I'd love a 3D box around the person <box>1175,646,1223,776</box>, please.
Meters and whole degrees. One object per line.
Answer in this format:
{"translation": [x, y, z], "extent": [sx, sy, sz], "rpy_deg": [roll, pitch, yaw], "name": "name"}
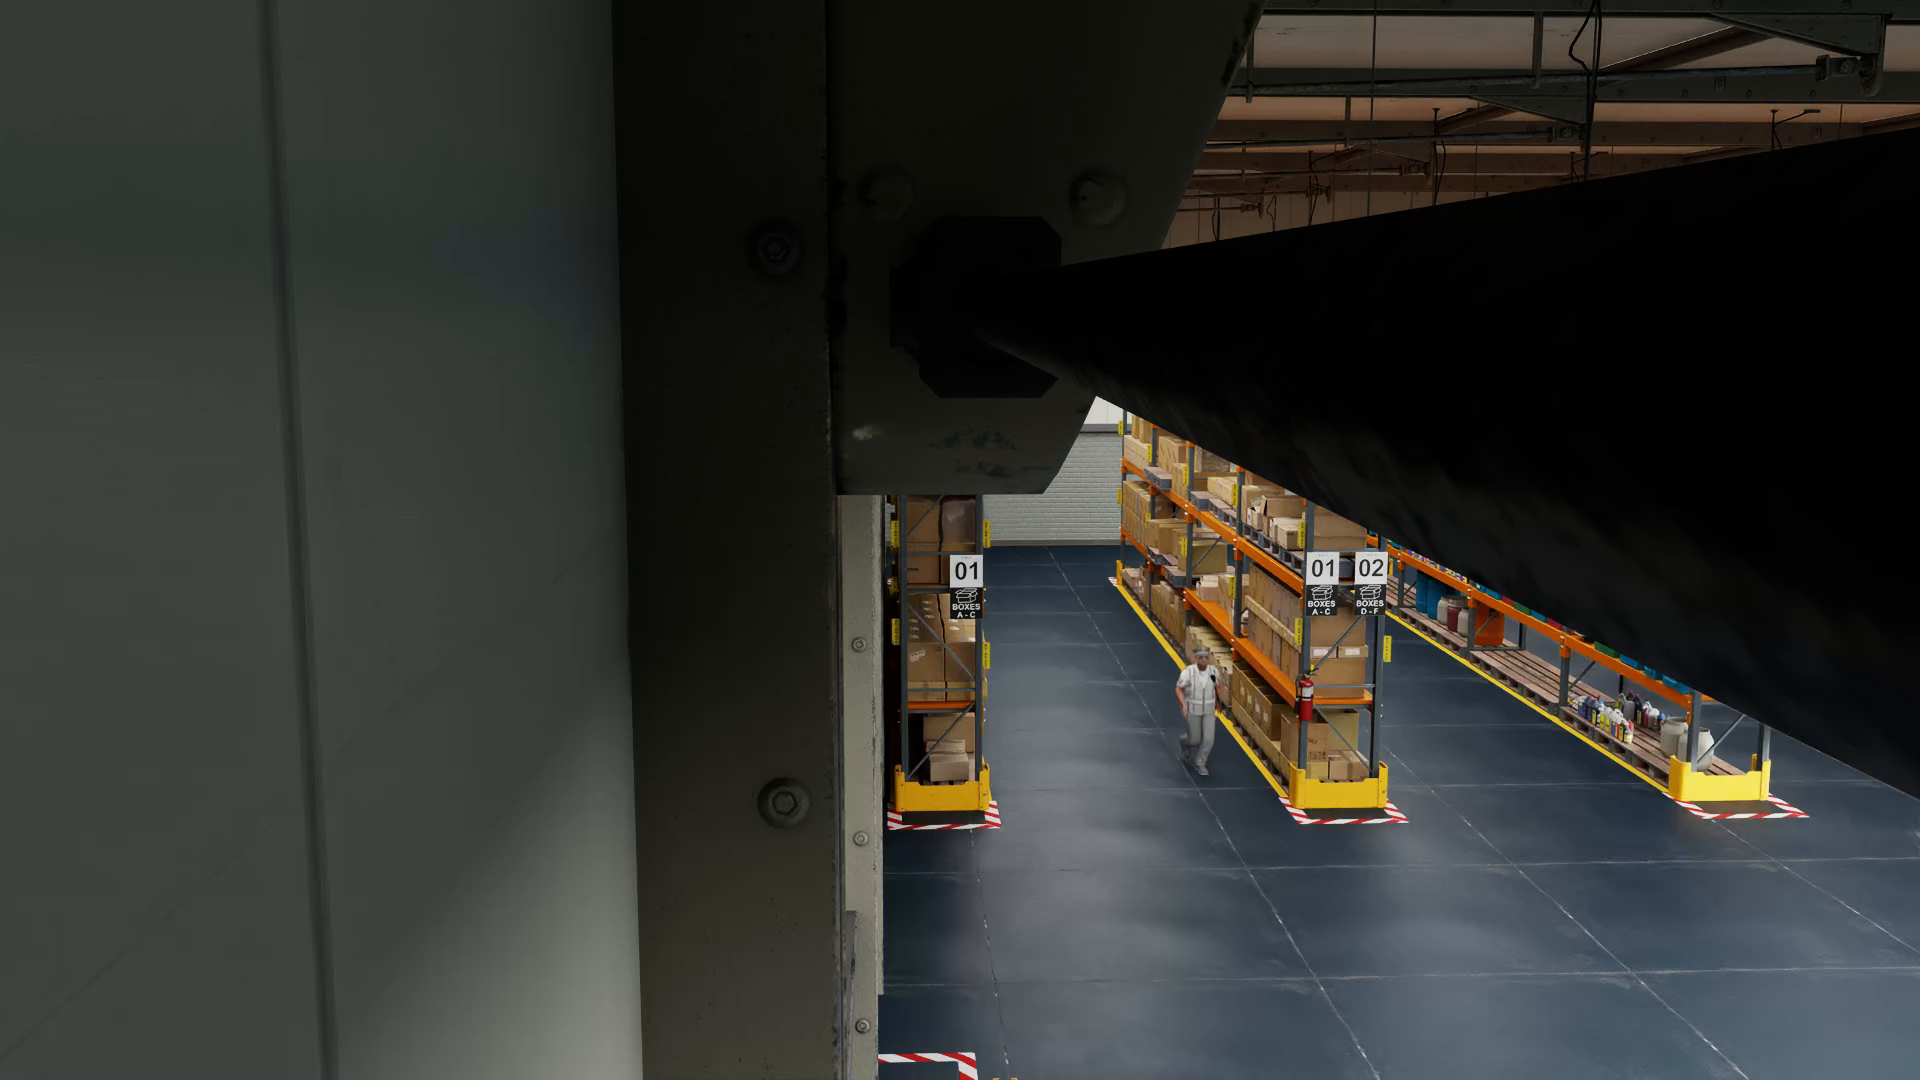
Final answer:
{"translation": [3.181, 2.230, 22.160], "extent": [0.650, 1.733, 0.652], "rpy_deg": [-1, 9, -8], "name": "person"}
